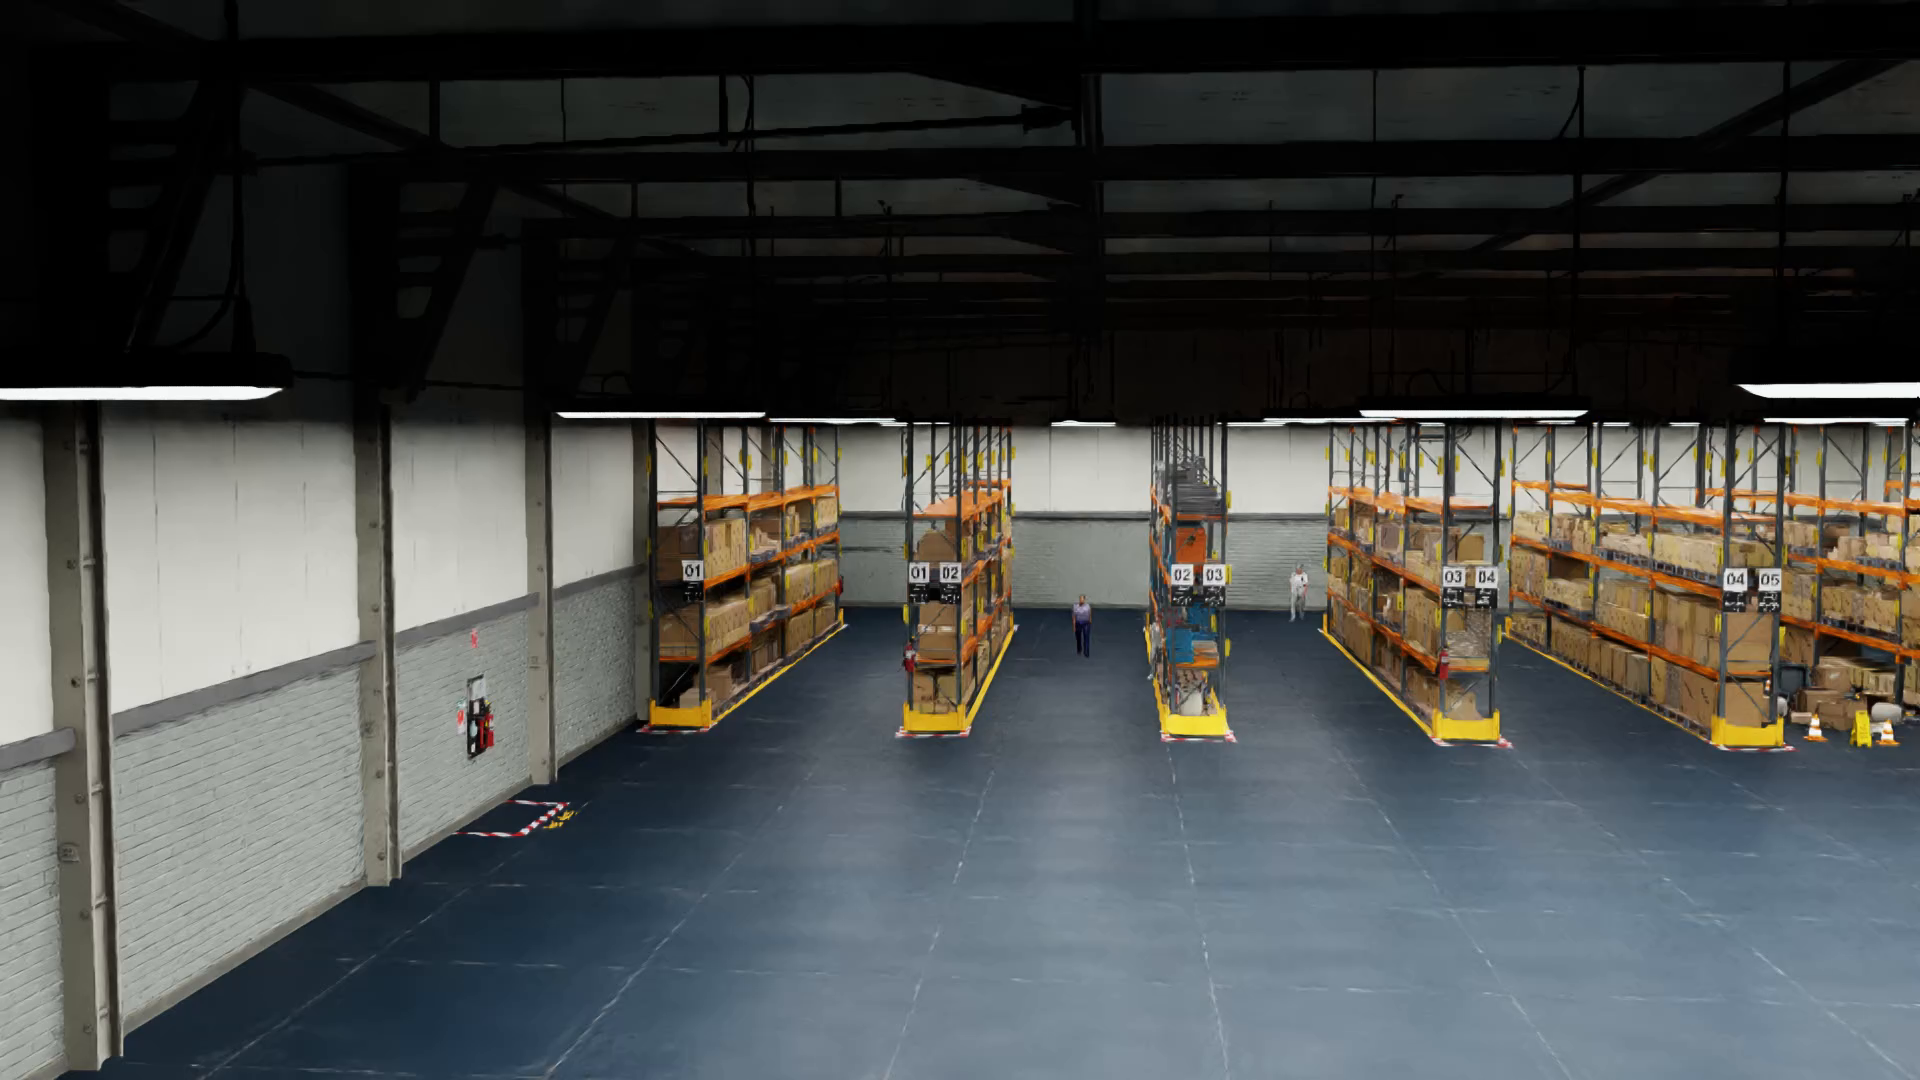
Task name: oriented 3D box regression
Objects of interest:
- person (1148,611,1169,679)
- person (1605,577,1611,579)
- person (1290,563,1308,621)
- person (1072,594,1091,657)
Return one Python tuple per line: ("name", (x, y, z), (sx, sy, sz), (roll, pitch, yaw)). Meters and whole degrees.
("person", (4.594, 2.385, 38.007), (0.461, 1.540, 0.876), (2, 4, 25))
("person", (17.089, 1.868, 43.826), (0.451, 1.781, 0.605), (-2, 4, -24))
("person", (10.045, 1.538, 49.296), (0.532, 1.707, 1.040), (1, 4, 14))
("person", (3.052, 2.117, 41.757), (0.479, 1.567, 1.090), (0, 4, 7))
